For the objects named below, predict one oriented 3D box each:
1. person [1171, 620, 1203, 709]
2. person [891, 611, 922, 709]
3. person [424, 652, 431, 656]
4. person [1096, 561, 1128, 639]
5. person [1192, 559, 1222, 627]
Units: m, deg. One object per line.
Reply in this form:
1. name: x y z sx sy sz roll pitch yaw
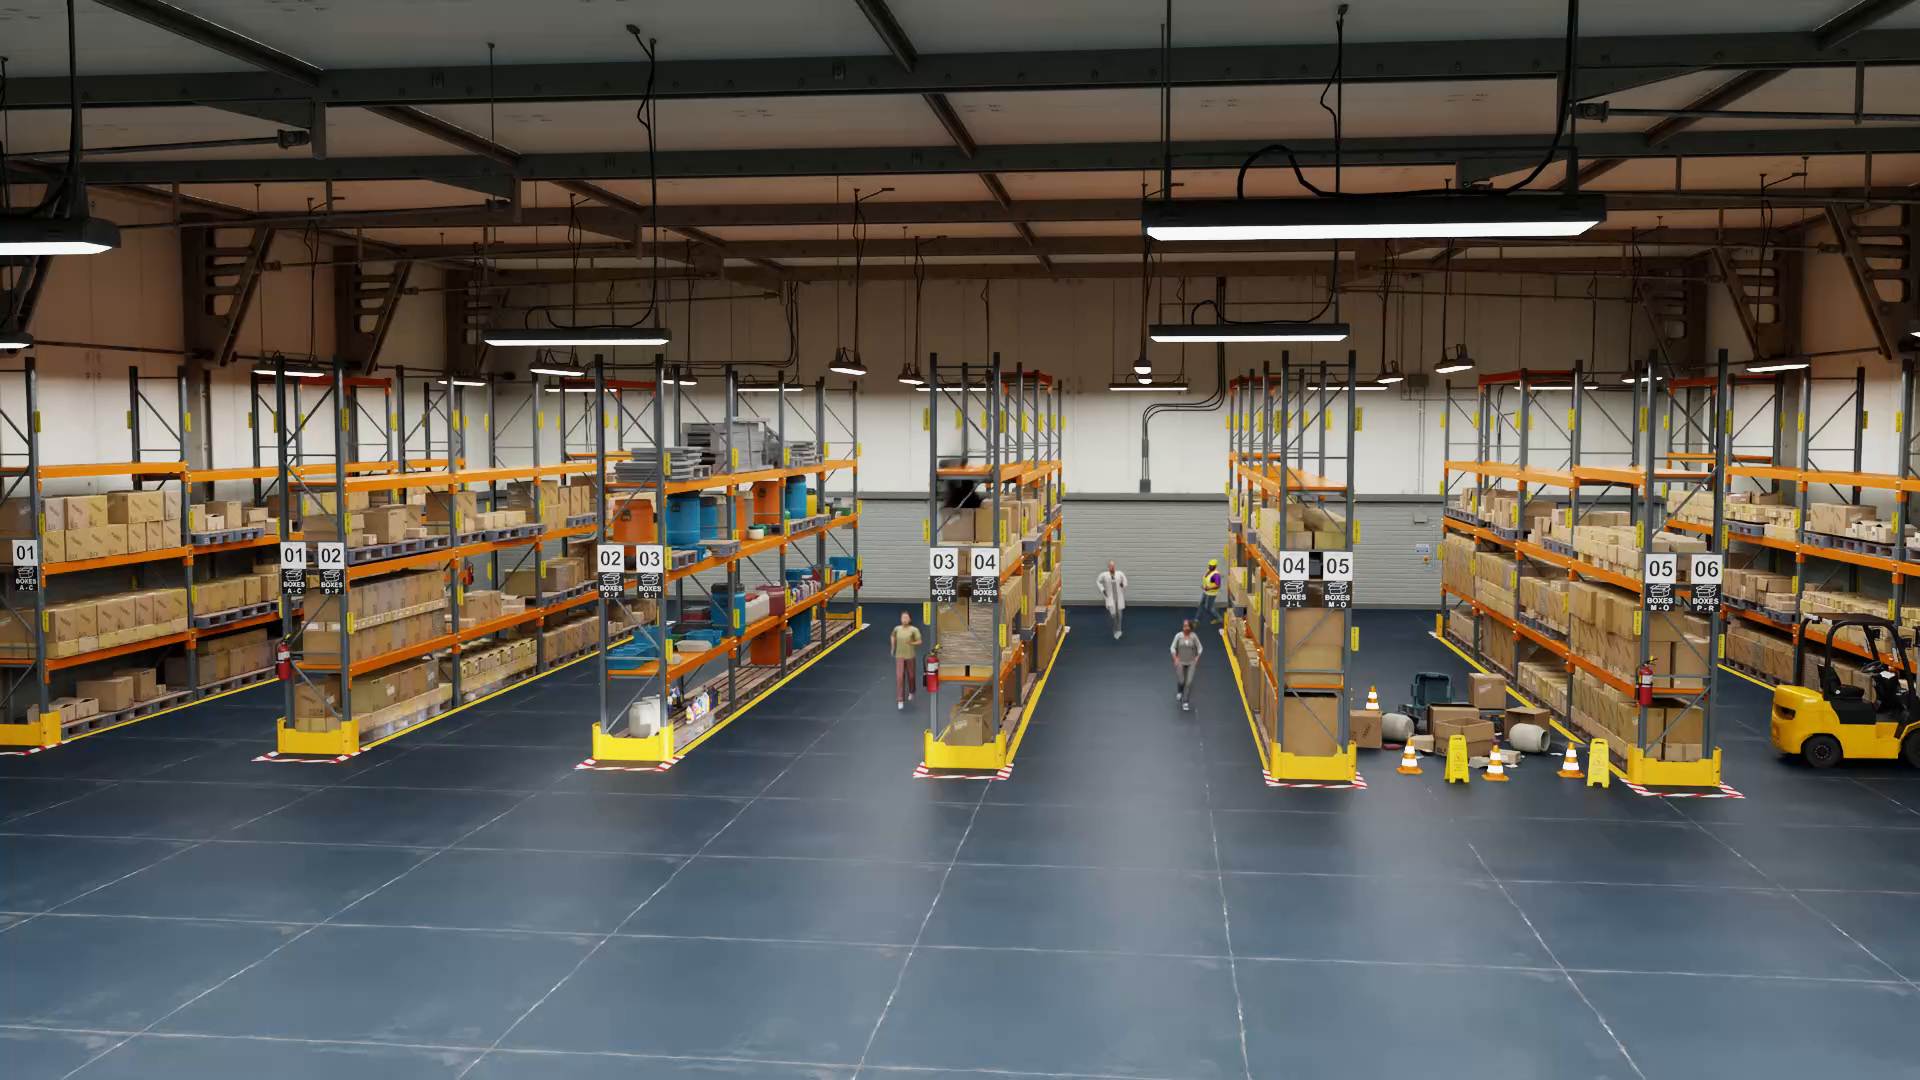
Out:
1. person: 3.970 2.179 29.096 0.554 1.557 0.539 0 4 4
2. person: -0.950 2.079 29.226 0.574 1.649 0.969 0 4 4
3. person: -11.206 1.665 35.036 0.699 1.738 0.758 -1 4 -7
4. person: 3.556 1.405 38.653 0.704 1.830 0.793 -1 4 -7
5. person: 6.085 1.297 40.434 0.838 1.699 0.812 -1 4 -18
